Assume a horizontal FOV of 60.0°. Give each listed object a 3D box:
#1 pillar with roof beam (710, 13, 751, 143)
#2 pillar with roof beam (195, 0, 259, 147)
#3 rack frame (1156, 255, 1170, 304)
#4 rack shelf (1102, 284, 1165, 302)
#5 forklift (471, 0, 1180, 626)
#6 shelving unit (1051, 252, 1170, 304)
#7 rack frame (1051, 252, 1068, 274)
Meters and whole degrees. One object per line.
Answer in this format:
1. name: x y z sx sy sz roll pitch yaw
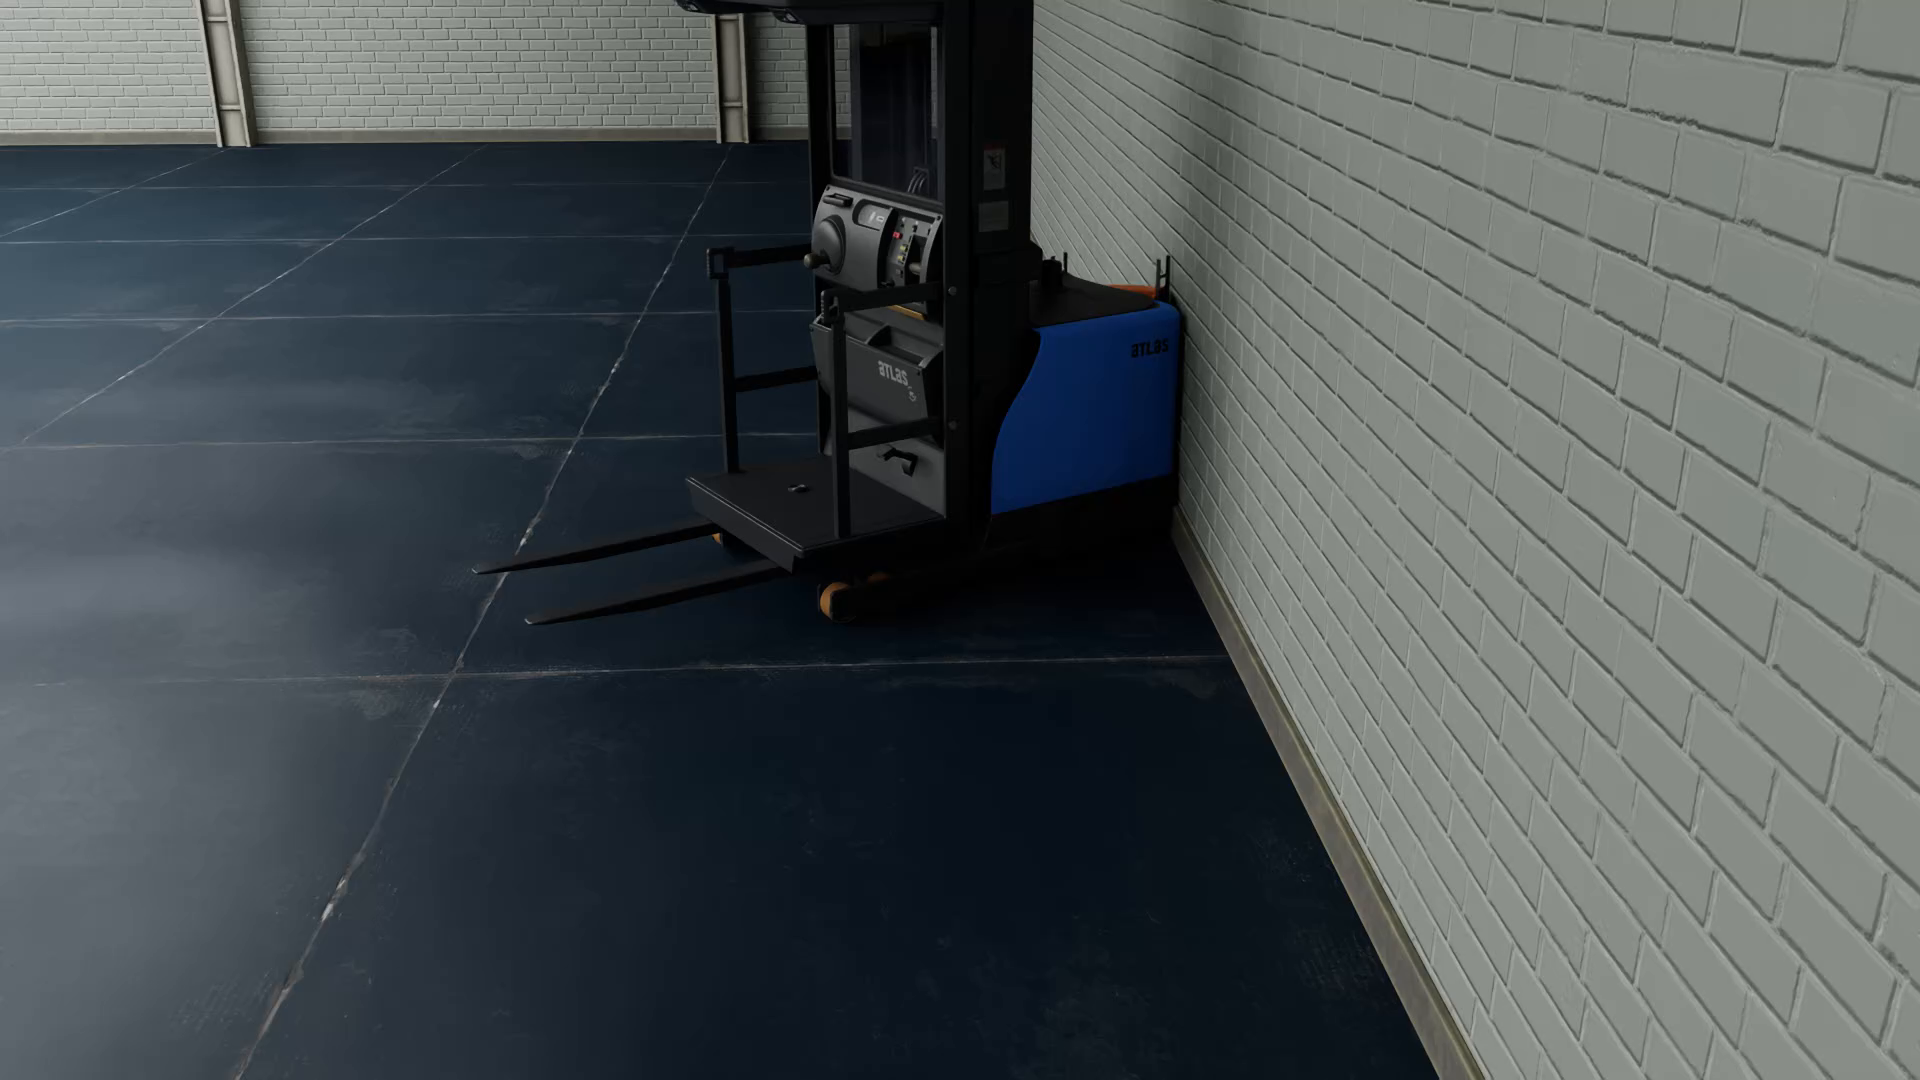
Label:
1. pillar with roof beam: -2.550 -7.608 14.957 0.400 9.000 9.100 -1 21 -3
2. pillar with roof beam: -8.540 -7.486 14.637 0.400 9.000 9.100 -1 21 -3
3. rack frame: 0.922 -0.703 7.704 0.015 1.200 0.240 5 15 18
4. rack shelf: 0.692 -1.104 7.681 0.480 0.148 0.258 5 15 18
5. forklift: -0.523 -1.246 6.774 3.031 2.935 1.130 -13 25 -31
6. shelving unit: 0.691 -0.723 7.779 0.503 1.200 0.258 5 15 18
7. rack frame: 0.460 -0.743 7.853 0.015 1.200 0.240 5 15 18
